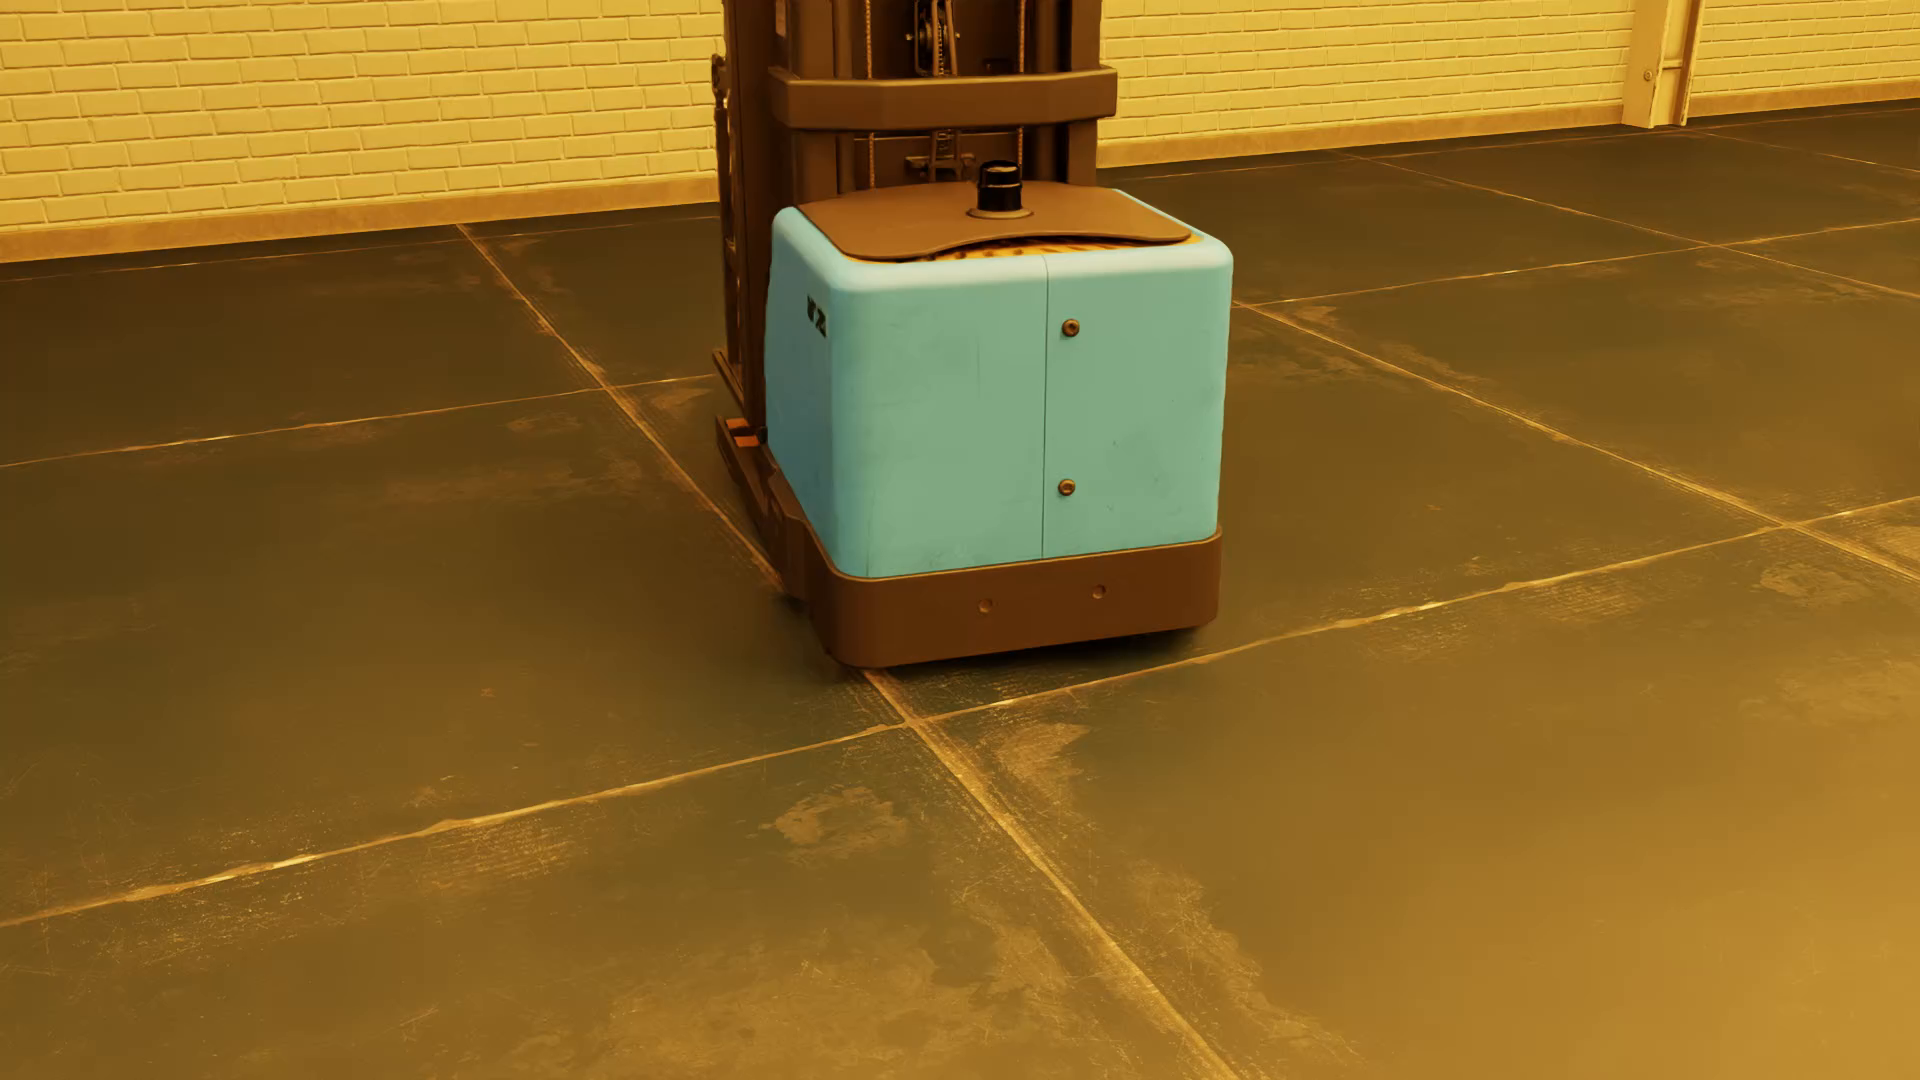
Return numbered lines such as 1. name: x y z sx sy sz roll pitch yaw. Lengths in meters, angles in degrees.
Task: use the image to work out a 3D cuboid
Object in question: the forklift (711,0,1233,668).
1. forklift: -0.211 -1.571 5.068 1.130 2.935 3.031 -6 23 -15
